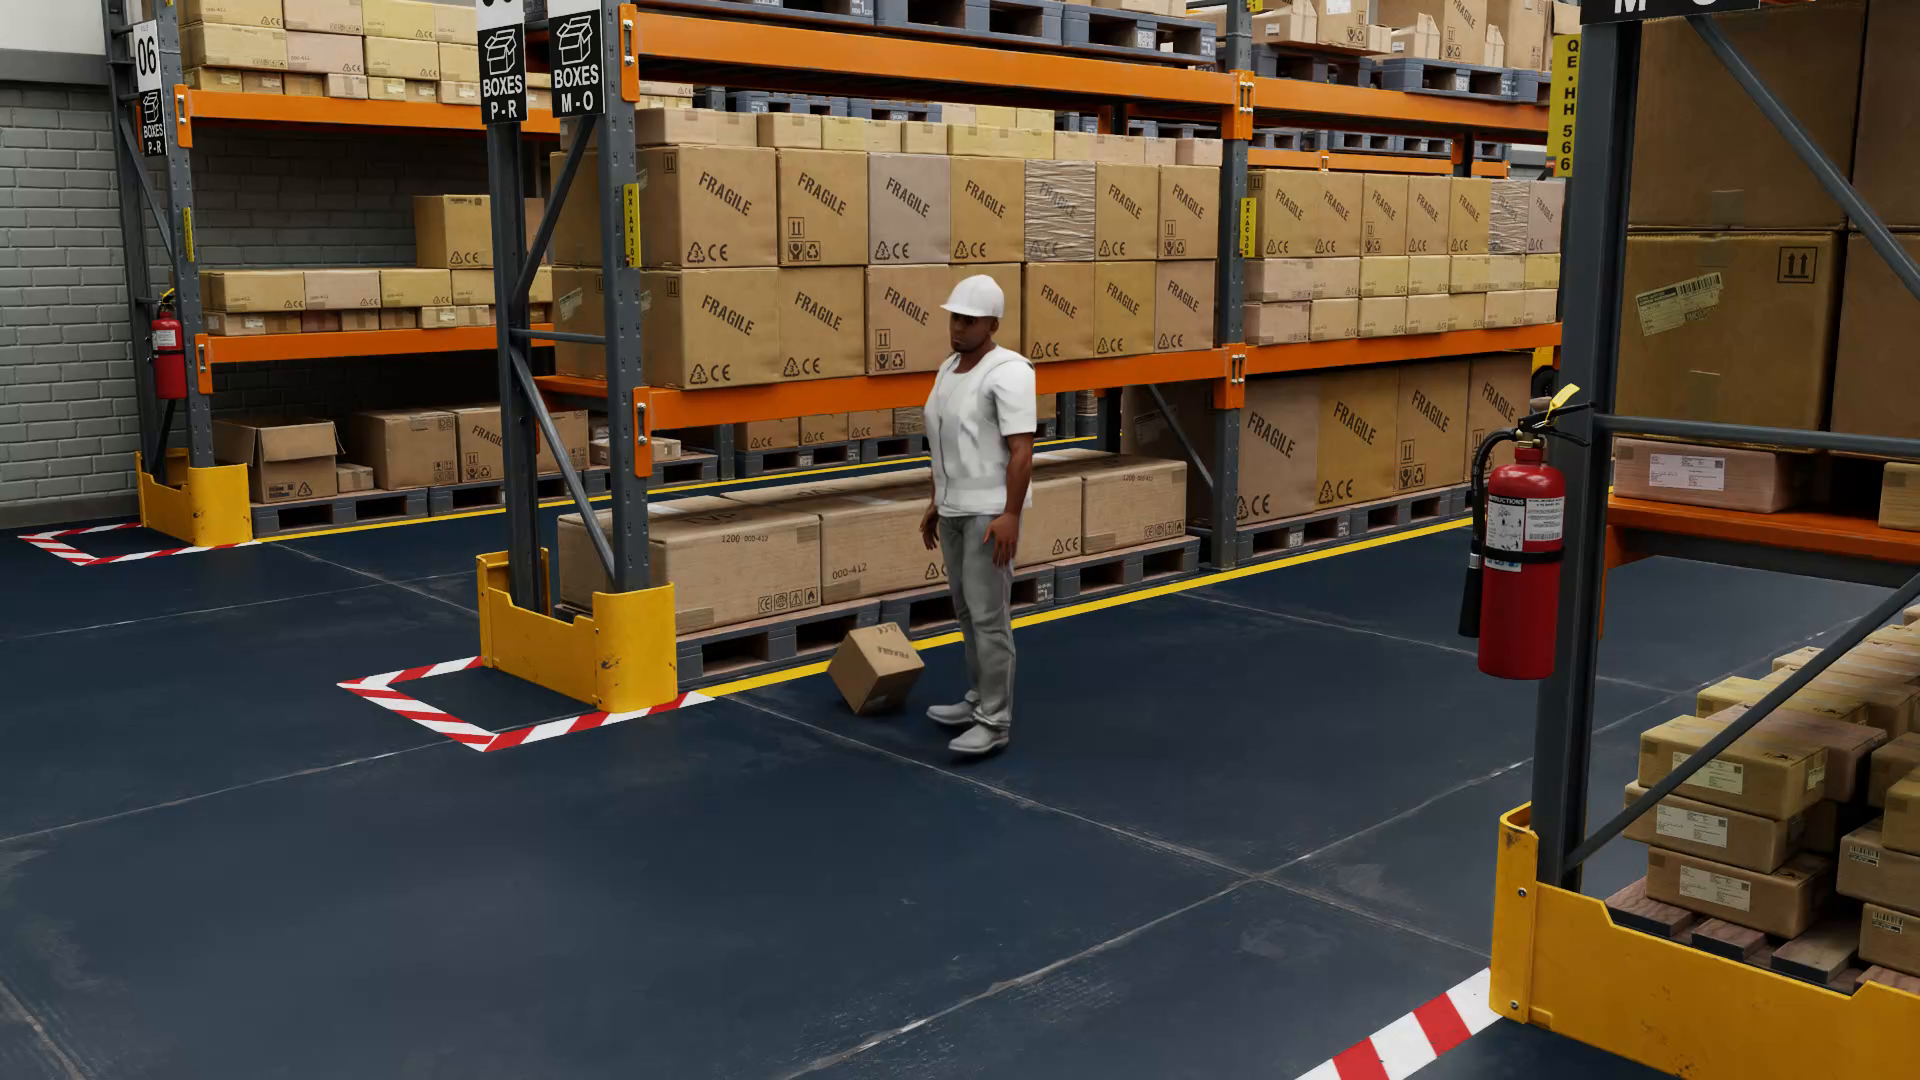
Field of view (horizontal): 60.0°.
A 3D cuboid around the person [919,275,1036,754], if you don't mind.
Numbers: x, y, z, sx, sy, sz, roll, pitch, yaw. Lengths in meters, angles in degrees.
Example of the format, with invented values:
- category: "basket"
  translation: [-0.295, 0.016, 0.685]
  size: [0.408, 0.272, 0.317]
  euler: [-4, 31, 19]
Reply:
- category: "person"
  translation: [0.048, -0.104, 6.267]
  size: [0.422, 1.768, 0.624]
  euler: [-6, 12, -27]
